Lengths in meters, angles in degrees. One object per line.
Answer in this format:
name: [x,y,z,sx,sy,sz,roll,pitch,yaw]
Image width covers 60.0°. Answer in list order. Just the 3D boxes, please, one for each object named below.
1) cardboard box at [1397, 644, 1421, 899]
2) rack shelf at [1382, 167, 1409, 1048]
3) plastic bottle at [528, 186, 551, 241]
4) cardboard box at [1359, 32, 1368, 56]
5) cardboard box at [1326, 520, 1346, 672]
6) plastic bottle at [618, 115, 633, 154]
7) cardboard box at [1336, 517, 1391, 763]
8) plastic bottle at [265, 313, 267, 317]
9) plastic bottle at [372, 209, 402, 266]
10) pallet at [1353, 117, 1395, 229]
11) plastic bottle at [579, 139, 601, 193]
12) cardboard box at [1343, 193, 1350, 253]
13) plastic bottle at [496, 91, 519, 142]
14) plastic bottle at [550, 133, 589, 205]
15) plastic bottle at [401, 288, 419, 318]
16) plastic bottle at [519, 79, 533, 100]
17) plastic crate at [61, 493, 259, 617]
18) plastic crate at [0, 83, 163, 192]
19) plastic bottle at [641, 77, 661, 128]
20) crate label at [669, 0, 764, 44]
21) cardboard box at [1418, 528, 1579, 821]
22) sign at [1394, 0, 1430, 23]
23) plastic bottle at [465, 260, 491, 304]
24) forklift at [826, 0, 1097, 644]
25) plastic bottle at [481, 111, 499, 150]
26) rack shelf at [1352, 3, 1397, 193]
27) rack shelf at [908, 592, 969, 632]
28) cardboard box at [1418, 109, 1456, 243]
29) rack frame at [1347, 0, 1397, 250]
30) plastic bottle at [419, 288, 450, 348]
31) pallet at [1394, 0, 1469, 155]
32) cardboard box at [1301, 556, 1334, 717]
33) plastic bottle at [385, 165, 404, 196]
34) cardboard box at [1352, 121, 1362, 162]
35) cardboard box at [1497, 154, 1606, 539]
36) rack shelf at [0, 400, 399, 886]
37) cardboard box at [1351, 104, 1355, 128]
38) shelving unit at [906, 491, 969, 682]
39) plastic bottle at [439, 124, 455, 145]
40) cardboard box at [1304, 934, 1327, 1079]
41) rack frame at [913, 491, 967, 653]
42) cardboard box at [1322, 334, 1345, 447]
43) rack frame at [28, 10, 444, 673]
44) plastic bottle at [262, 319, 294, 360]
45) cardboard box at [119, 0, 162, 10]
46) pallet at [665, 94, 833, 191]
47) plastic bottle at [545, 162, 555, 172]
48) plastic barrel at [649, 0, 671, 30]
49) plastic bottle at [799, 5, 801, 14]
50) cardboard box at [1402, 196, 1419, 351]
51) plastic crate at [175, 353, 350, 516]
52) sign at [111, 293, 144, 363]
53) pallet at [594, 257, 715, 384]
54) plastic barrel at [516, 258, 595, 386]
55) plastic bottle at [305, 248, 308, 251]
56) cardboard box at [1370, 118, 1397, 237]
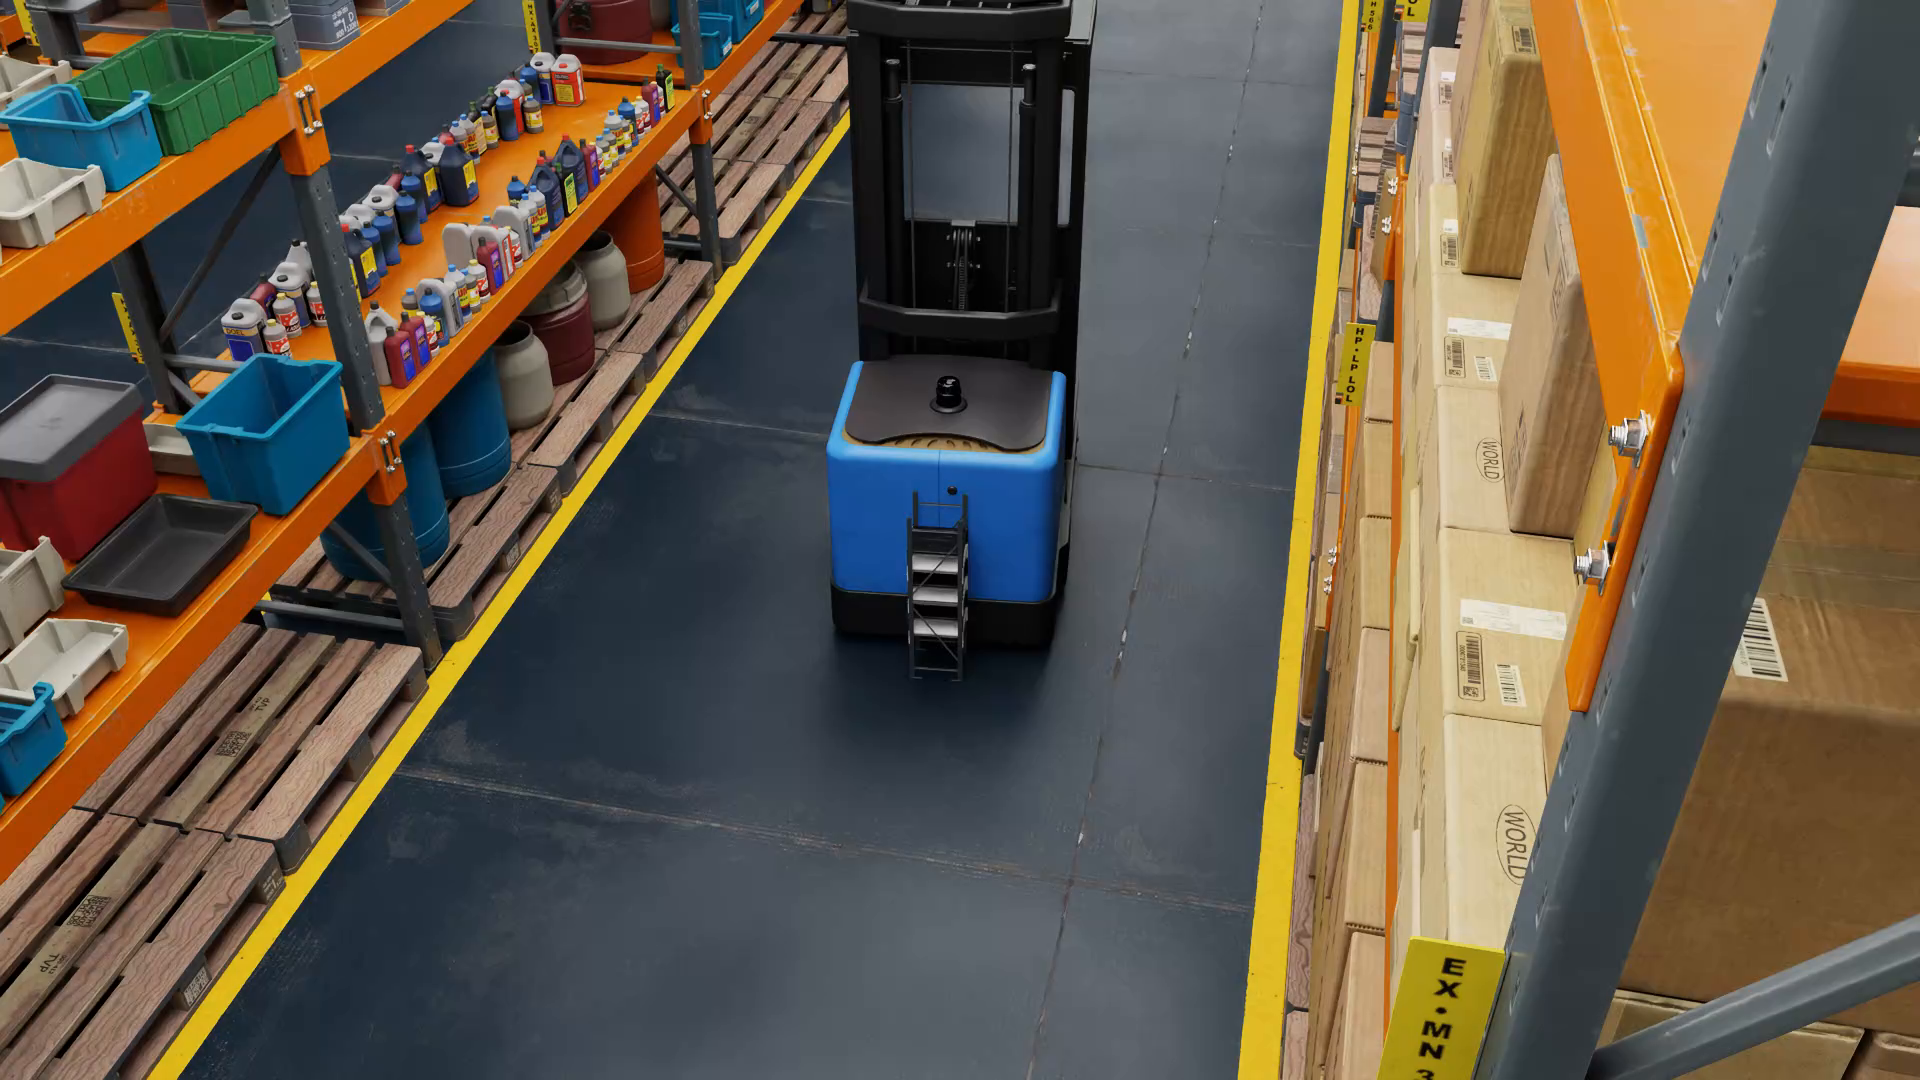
cardboard box: [1.041,0.452,2.913,0.500,0.250,0.500,7,37,10]
rack shelf: [1.498,0.149,3.816,1.077,0.370,4.000,7,37,10]
plastic bottle: [-2.122,-1.646,8.345,0.097,0.271,0.097,0,36,0]
cardboard box: [3.303,-3.739,12.631,0.500,0.311,0.500,7,37,10]
cardboard box: [1.550,0.143,5.682,0.500,0.500,0.500,8,37,11]
plastic bottle: [-1.882,-2.262,9.254,0.097,0.201,0.097,0,36,0]
cardboard box: [1.330,0.305,4.606,0.500,0.500,0.500,6,36,9]
plastic bottle: [-3.146,-0.954,7.449,0.097,0.201,0.097,0,36,0]
plastic bottle: [-2.804,-1.483,8.120,0.097,0.271,0.097,0,36,0]
pallet: [2.704,-1.893,8.739,1.213,0.211,1.003,7,37,10]
plastic bottle: [-1.972,-2.003,8.827,0.061,0.283,0.133,7,37,10]
cardboard box: [2.761,-2.053,10.782,0.500,0.250,0.500,7,37,9]
plastic bottle: [-2.557,-2.395,9.379,0.097,0.271,0.097,0,36,0]
plastic bottle: [-2.047,-1.944,8.689,0.144,0.351,0.185,7,37,10]
plastic bottle: [-2.489,-1.050,7.582,0.097,0.201,0.097,0,36,0]
plastic bottle: [-2.539,-2.584,9.699,0.097,0.201,0.097,0,36,0]
plastic crate: [-2.889,0.065,6.058,0.437,0.125,0.590,7,37,10]
plastic crate: [-2.795,-1.283,5.320,0.416,0.233,0.300,7,37,10]
plastic bottle: [-1.777,-2.526,9.549,0.061,0.283,0.133,7,37,10]
crate label: [-1.582,-3.541,10.820,0.502,0.435,0.616,7,37,10]
cardboard box: [1.038,0.249,2.766,0.500,0.250,0.500,7,37,10]
sign: [1.383,-1.726,5.013,0.100,0.325,0.005,7,37,10]
plastic bottle: [-2.270,-1.219,7.816,0.097,0.201,0.097,0,36,0]
forklift: [0.066,-1.553,8.165,1.130,2.935,3.031,4,36,5]
plastic bottle: [-2.645,-2.298,9.304,0.097,0.201,0.097,0,36,0]
rack shelf: [3.207,-3.223,11.024,1.077,0.370,4.000,7,37,10]
rack shelf: [-0.098,0.317,7.526,0.258,0.077,0.200,4,36,5]
cardboard box: [1.474,-0.897,4.347,0.500,0.250,0.500,7,37,10]
rack frame: [2.780,-2.368,9.231,1.000,3.000,0.127,7,37,10]
plastic bottle: [-2.362,-1.003,7.458,0.097,0.271,0.097,0,36,0]
pallet: [2.133,-1.578,5.746,1.213,0.211,1.003,7,37,10]
cardboard box: [1.751,0.440,7.112,0.500,0.500,0.500,7,37,10]
plastic bottle: [-2.875,-1.764,8.497,0.061,0.283,0.133,7,37,10]
cardboard box: [2.866,-2.571,11.018,0.500,0.311,0.500,7,37,10]
cardboard box: [1.357,-0.314,2.904,0.700,0.500,0.500,7,37,10]
rack shelf: [-3.340,0.740,5.556,1.077,0.370,4.000,7,37,10]
cardboard box: [3.196,-3.225,12.399,0.500,0.250,0.500,8,37,11]
shelving unit: [-0.098,0.217,7.454,0.258,0.900,0.210,4,36,5]
plastic bottle: [-2.758,-2.079,8.933,0.061,0.283,0.133,7,37,10]
cardboard box: [1.120,1.304,4.080,0.500,0.500,0.500,8,37,10]
rack frame: [-0.088,0.158,7.536,0.240,0.900,0.006,4,36,5]
cardboard box: [2.185,-0.721,8.714,0.500,0.500,0.500,7,36,9]
rack frame: [-2.913,-0.698,6.927,1.000,3.000,0.127,7,37,10]
plastic bottle: [-3.019,-0.879,7.346,0.097,0.201,0.097,0,36,0]
cardboard box: [-6.434,-4.130,13.417,0.700,0.500,0.500,4,36,6]
pallet: [-1.592,-2.999,12.477,1.003,0.211,1.213,7,37,10]
plastic bottle: [-2.100,-1.828,8.586,0.061,0.283,0.133,7,37,10]
plastic barrel: [-2.047,-3.653,10.909,0.421,0.512,0.421,0,36,0]
plastic bottle: [-1.424,-4.680,14.361,0.061,0.283,0.133,9,37,12]
cardboard box: [1.469,-0.695,4.494,0.500,0.250,0.500,7,37,10]
plastic crate: [-2.679,-0.405,6.486,0.392,0.384,0.575,7,37,10]
sign: [-3.450,-0.880,6.942,0.100,0.325,0.005,7,37,10]
pallet: [-2.186,-1.405,10.278,1.003,0.211,1.213,7,37,10]
plastic barrel: [-2.387,-1.255,9.392,0.600,0.588,0.708,7,37,10]
plastic bottle: [-2.997,-1.352,7.871,0.144,0.351,0.185,7,37,10]
cardboard box: [2.374,-1.703,7.871,0.700,0.500,0.500,14,38,19]
